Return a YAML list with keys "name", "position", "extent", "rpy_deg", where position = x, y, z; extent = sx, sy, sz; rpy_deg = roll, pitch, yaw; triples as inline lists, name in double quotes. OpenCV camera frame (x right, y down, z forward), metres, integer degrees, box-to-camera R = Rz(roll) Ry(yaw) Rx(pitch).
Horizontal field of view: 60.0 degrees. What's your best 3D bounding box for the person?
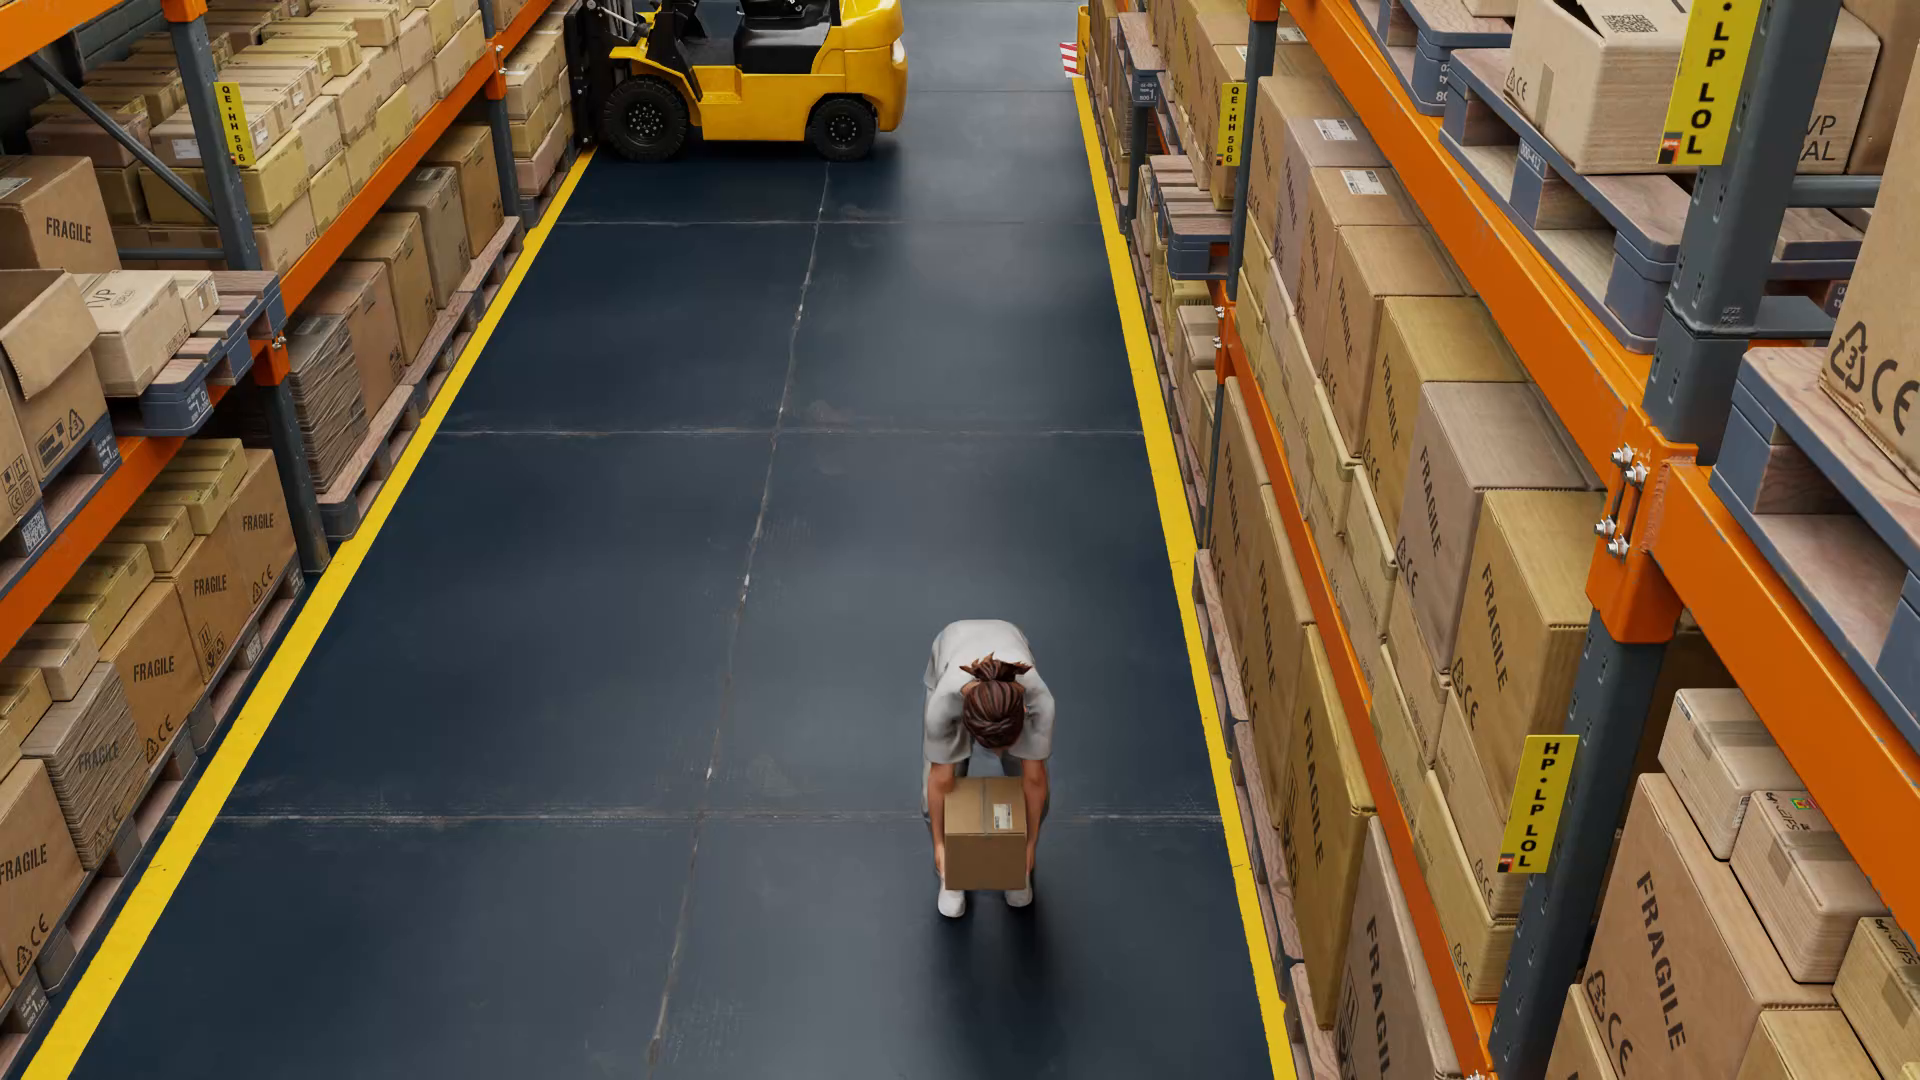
- name: "person"
  position: [0.088, 0.770, 5.326]
  extent: [0.428, 1.217, 0.836]
  rpy_deg: [-1, 32, -2]
